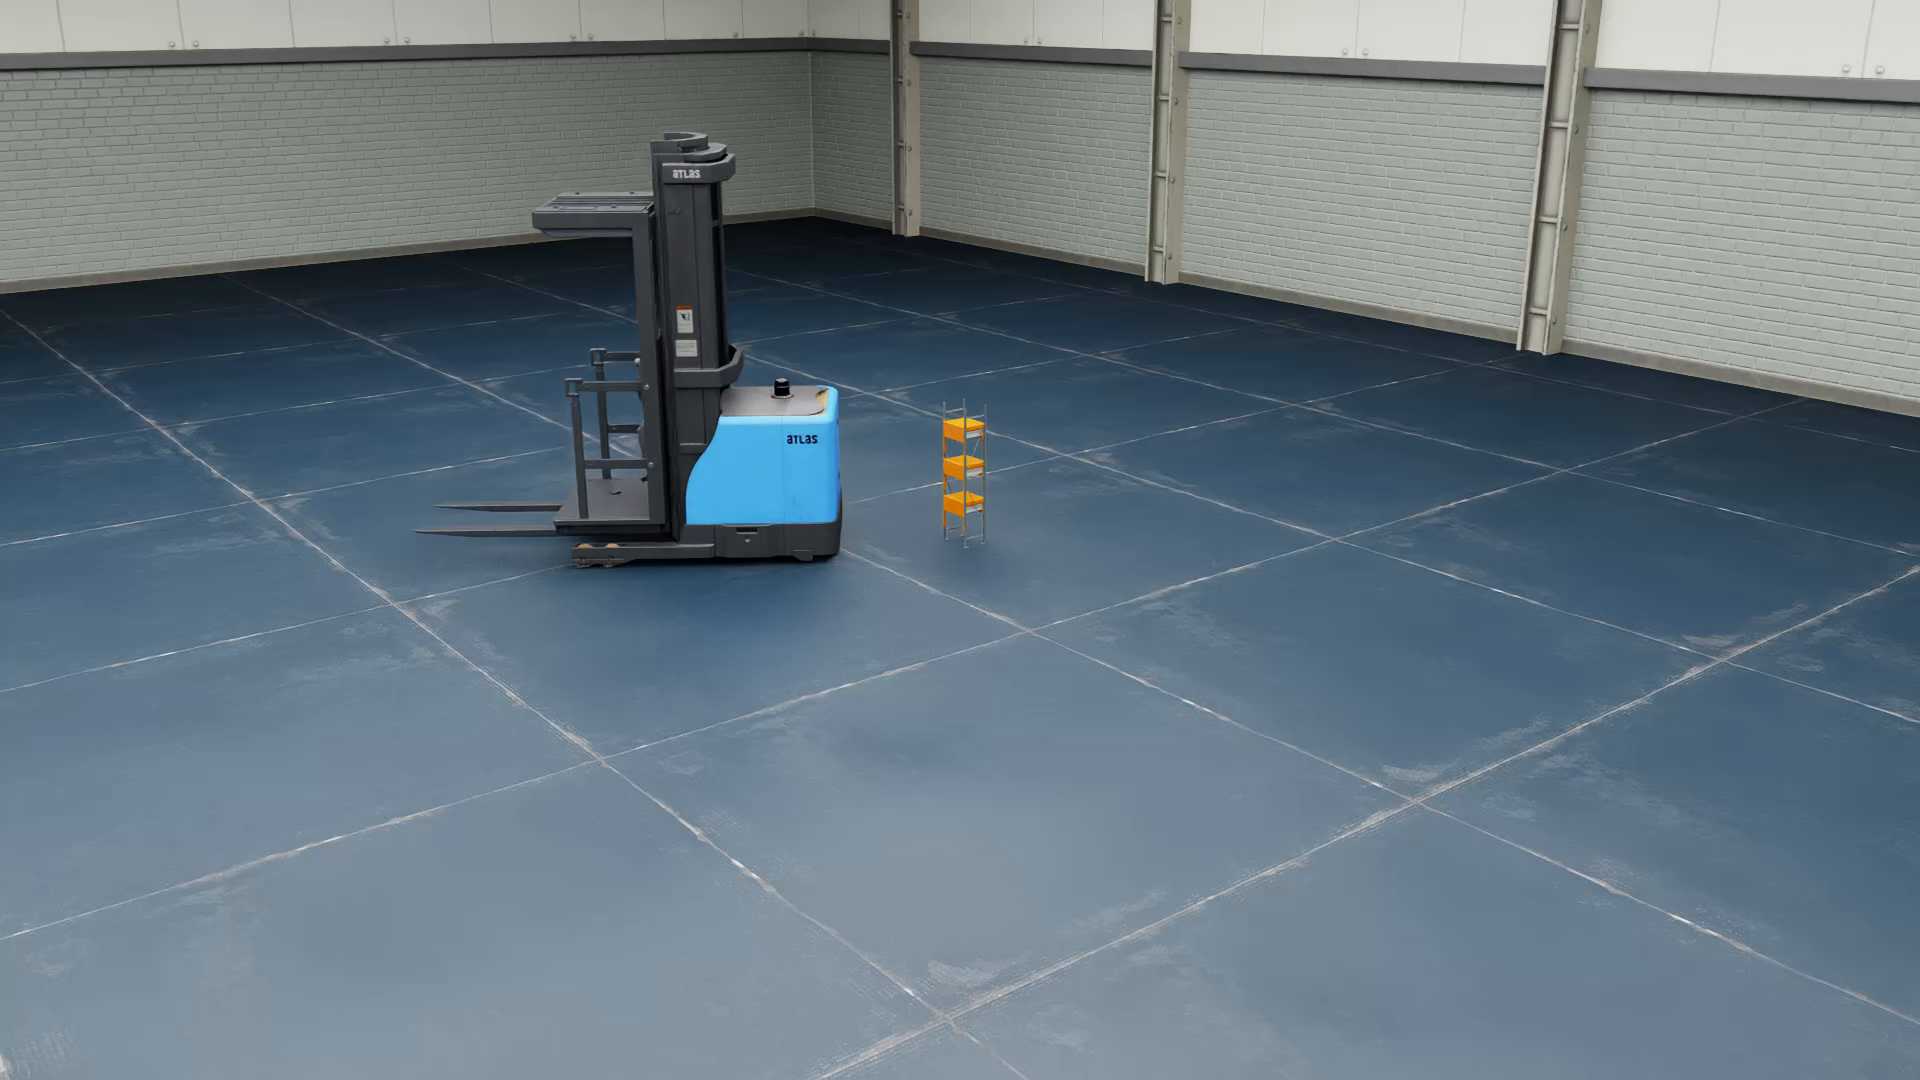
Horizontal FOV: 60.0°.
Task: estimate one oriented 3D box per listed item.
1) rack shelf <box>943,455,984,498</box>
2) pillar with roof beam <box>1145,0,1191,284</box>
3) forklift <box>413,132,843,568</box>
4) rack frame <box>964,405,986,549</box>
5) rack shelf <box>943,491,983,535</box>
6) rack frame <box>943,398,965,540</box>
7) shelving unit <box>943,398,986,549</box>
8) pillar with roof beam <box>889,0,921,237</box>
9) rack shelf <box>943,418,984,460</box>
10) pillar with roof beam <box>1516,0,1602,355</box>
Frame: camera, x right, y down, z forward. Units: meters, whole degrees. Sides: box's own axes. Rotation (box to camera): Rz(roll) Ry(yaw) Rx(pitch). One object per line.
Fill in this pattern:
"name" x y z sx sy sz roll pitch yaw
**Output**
"rack shelf" 0.033 -0.475 12.161 0.215 0.259 0.240 -14 23 -36
"pillar with roof beam" -0.541 -7.055 19.354 9.100 9.000 0.400 -14 23 -36
"forklift" -2.396 -1.364 11.818 3.031 2.935 1.130 -1 18 -2
"rack frame" 0.109 -0.455 12.067 0.200 1.050 0.008 -14 23 -36
"rack shelf" 0.033 -0.211 12.248 0.215 0.259 0.240 -14 23 -36
"rack frame" -0.043 -0.515 12.248 0.200 1.050 0.008 -14 23 -36
"shelving unit" 0.033 -0.485 12.158 0.215 1.050 0.252 -14 23 -36
"pillar with roof beam" -4.266 -8.534 23.819 9.100 9.000 0.400 -14 23 -36
"rack shelf" 0.033 -0.745 12.072 0.215 0.259 0.240 -14 23 -36
"pillar with roof beam" 3.184 -5.577 14.889 9.100 9.000 0.400 -14 23 -36
